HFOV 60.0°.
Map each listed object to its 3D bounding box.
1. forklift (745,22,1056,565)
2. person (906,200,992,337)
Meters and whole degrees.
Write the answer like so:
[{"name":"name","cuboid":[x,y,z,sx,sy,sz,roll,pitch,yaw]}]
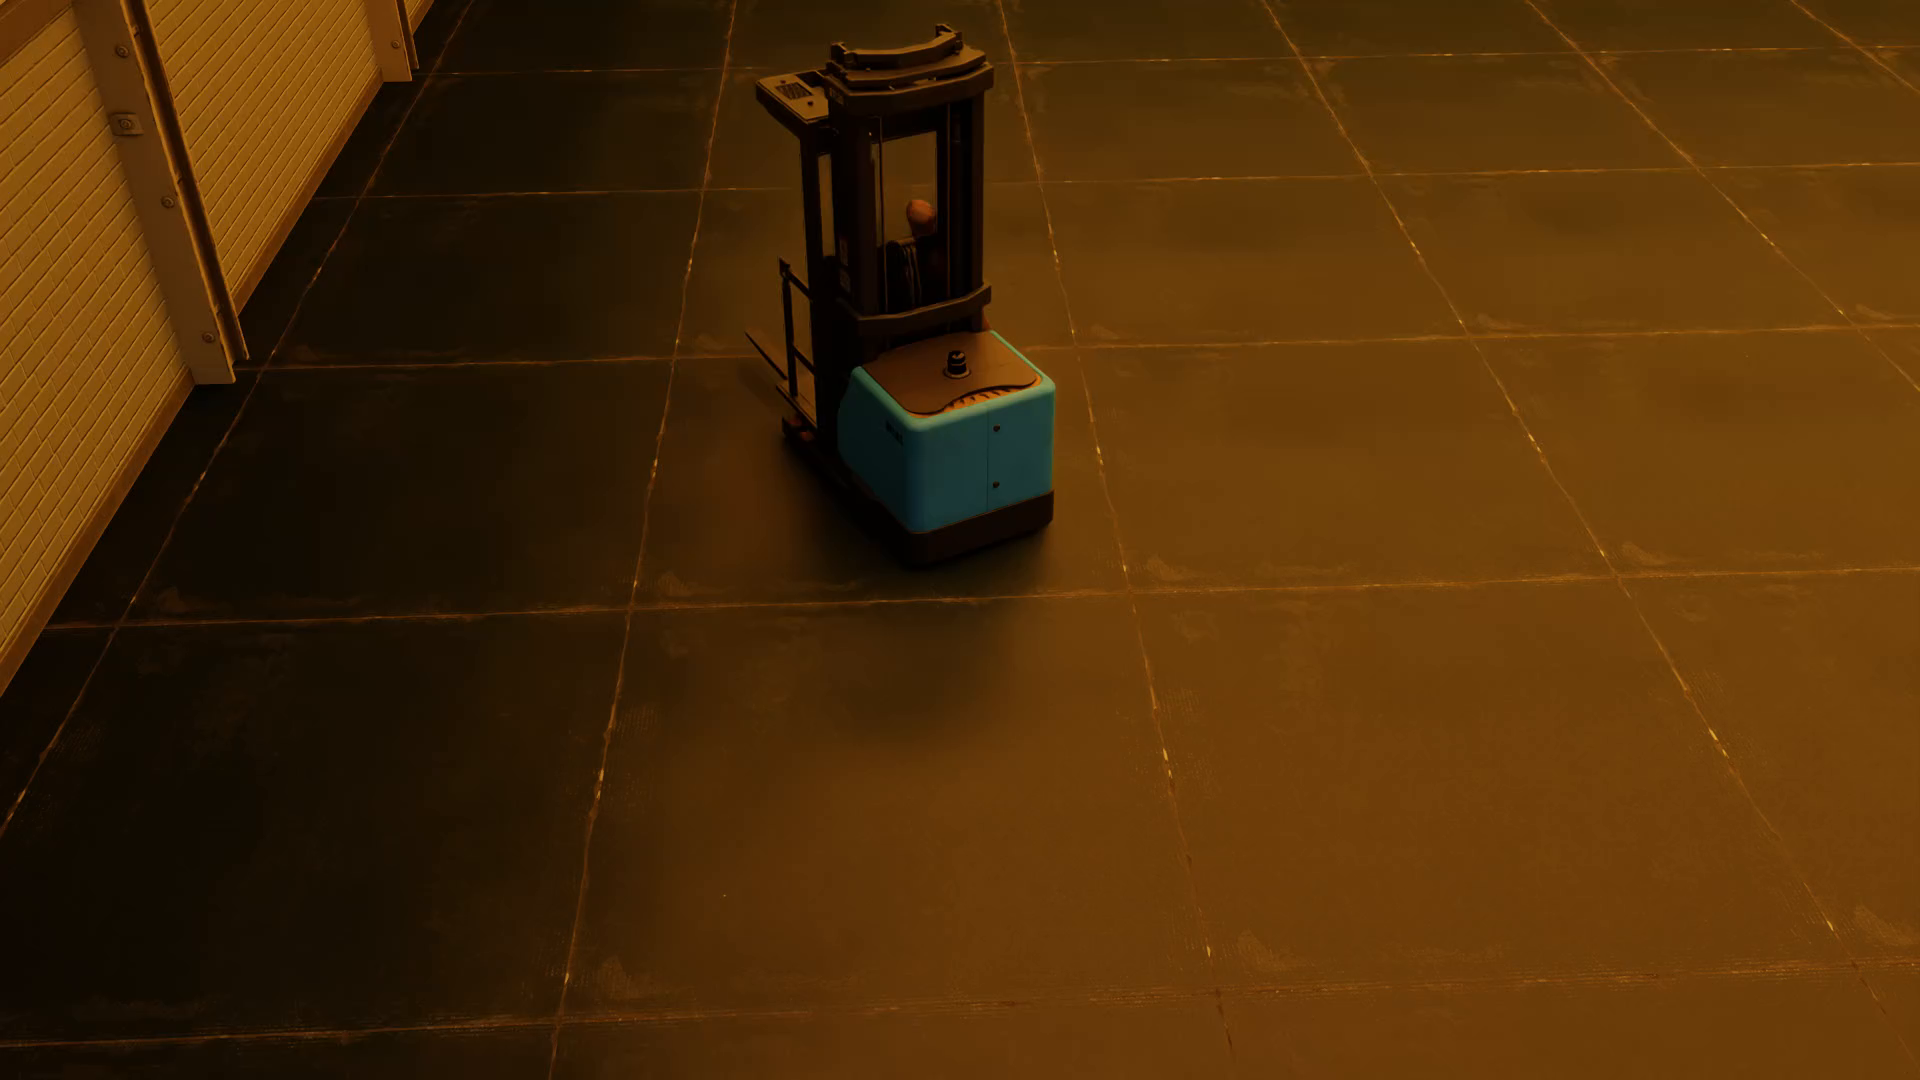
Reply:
[{"name":"forklift","cuboid":[-0.561,-1.878,10.589,1.130,2.935,3.031,-18,40,-23]},{"name":"person","cuboid":[-0.116,-1.432,10.964,0.744,1.747,0.921,11,38,15]}]
